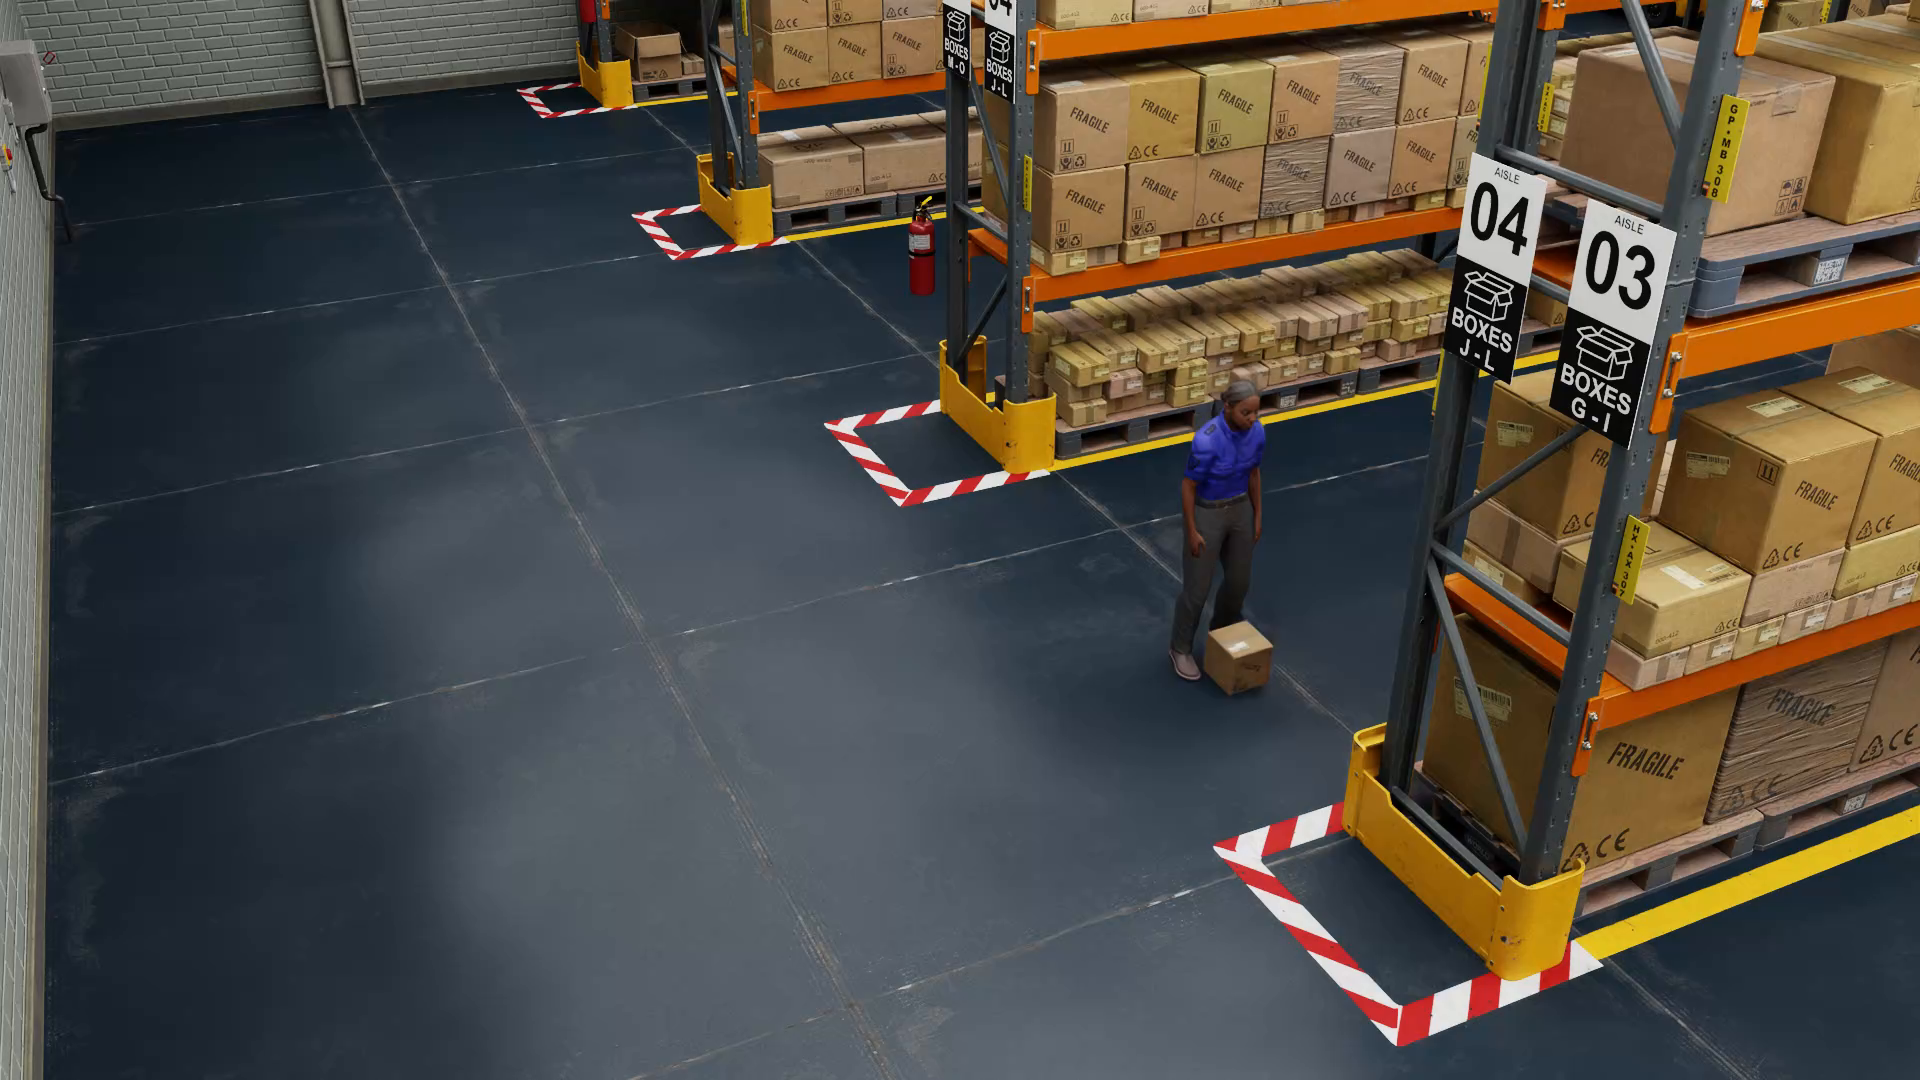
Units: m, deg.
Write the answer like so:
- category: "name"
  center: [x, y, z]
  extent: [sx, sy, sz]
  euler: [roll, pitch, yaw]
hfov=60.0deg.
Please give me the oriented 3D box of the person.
- category: "person"
  center: [1.346, -0.085, 8.598]
  extent: [0.503, 1.656, 0.343]
  euler: [-14, 33, -23]
